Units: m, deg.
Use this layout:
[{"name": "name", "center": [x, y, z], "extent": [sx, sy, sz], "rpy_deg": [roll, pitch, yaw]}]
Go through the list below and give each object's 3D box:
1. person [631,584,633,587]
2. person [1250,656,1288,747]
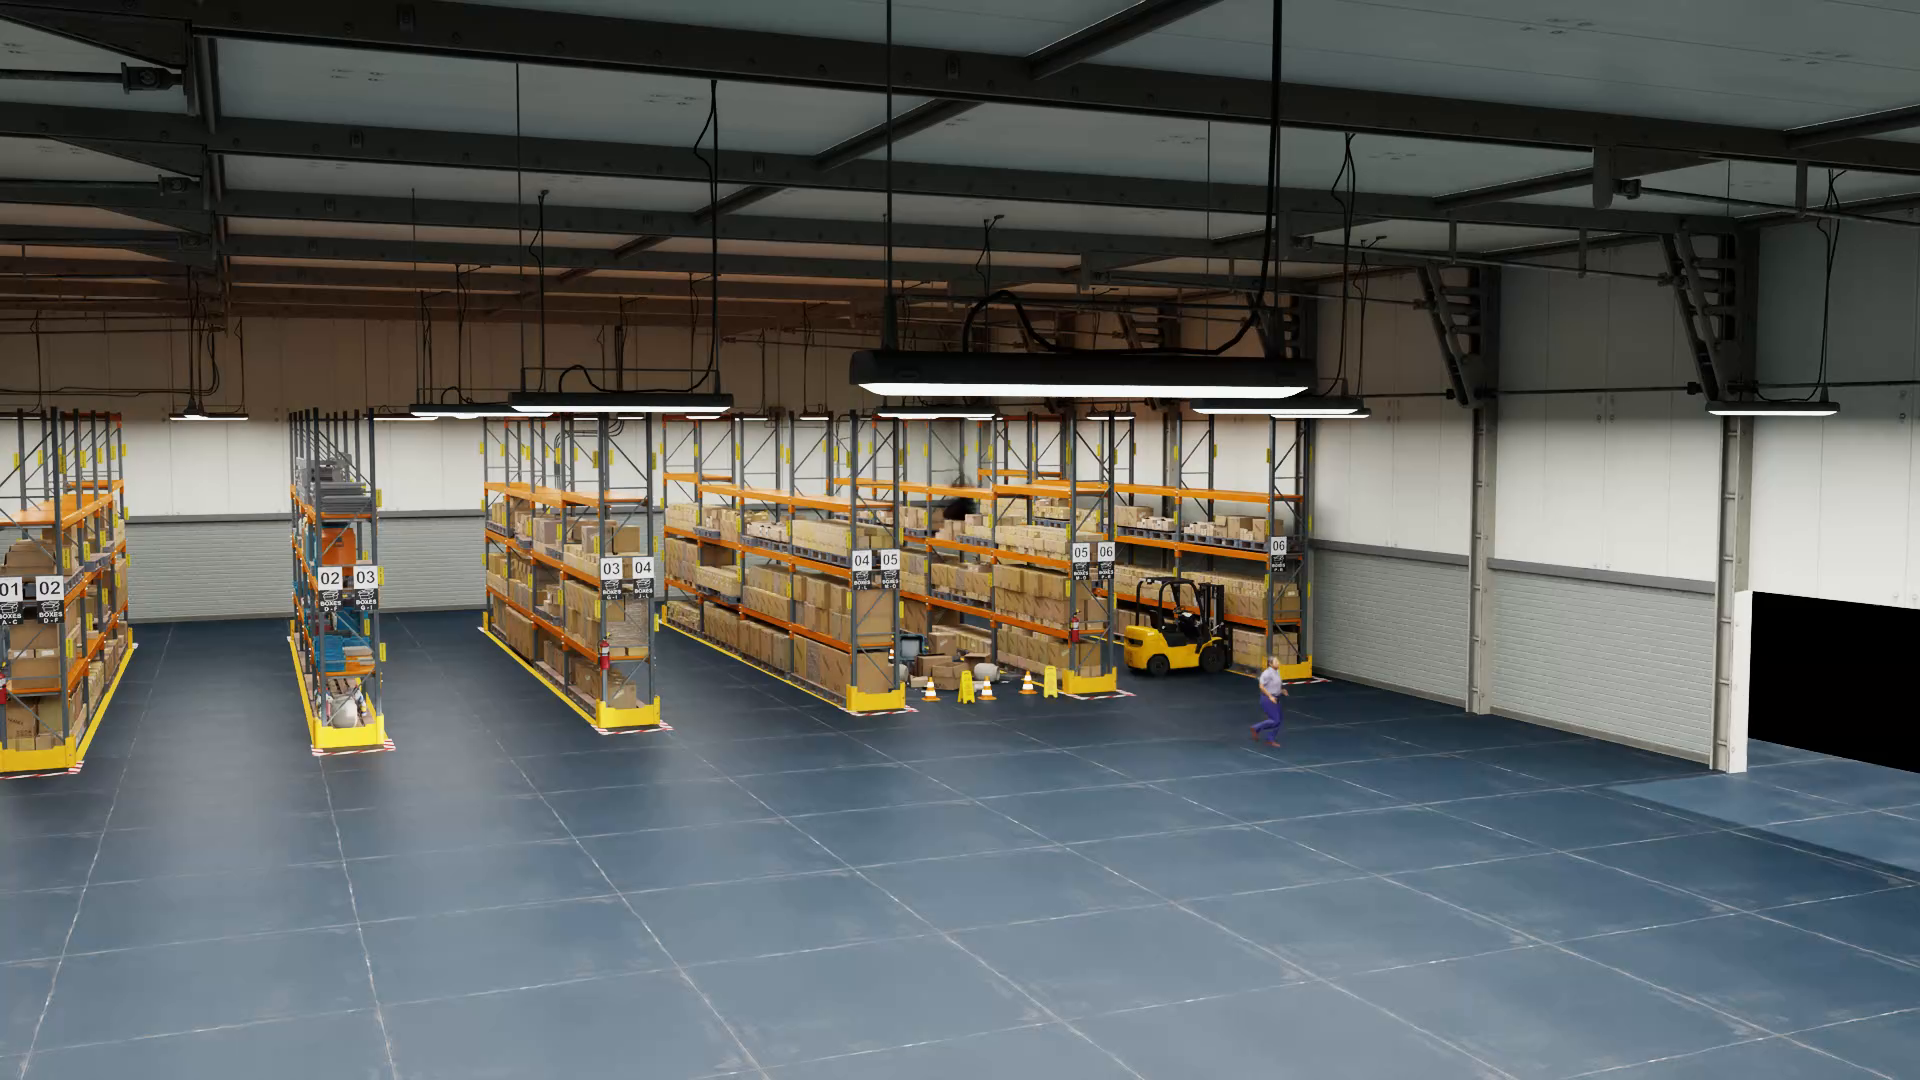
[{"name": "person", "center": [-8.765, 1.744, 45.368], "extent": [0.556, 1.544, 0.786], "rpy_deg": [-1, 4, -17]}, {"name": "person", "center": [5.529, 2.864, 29.533], "extent": [0.545, 1.604, 0.600], "rpy_deg": [2, 5, 28]}]
